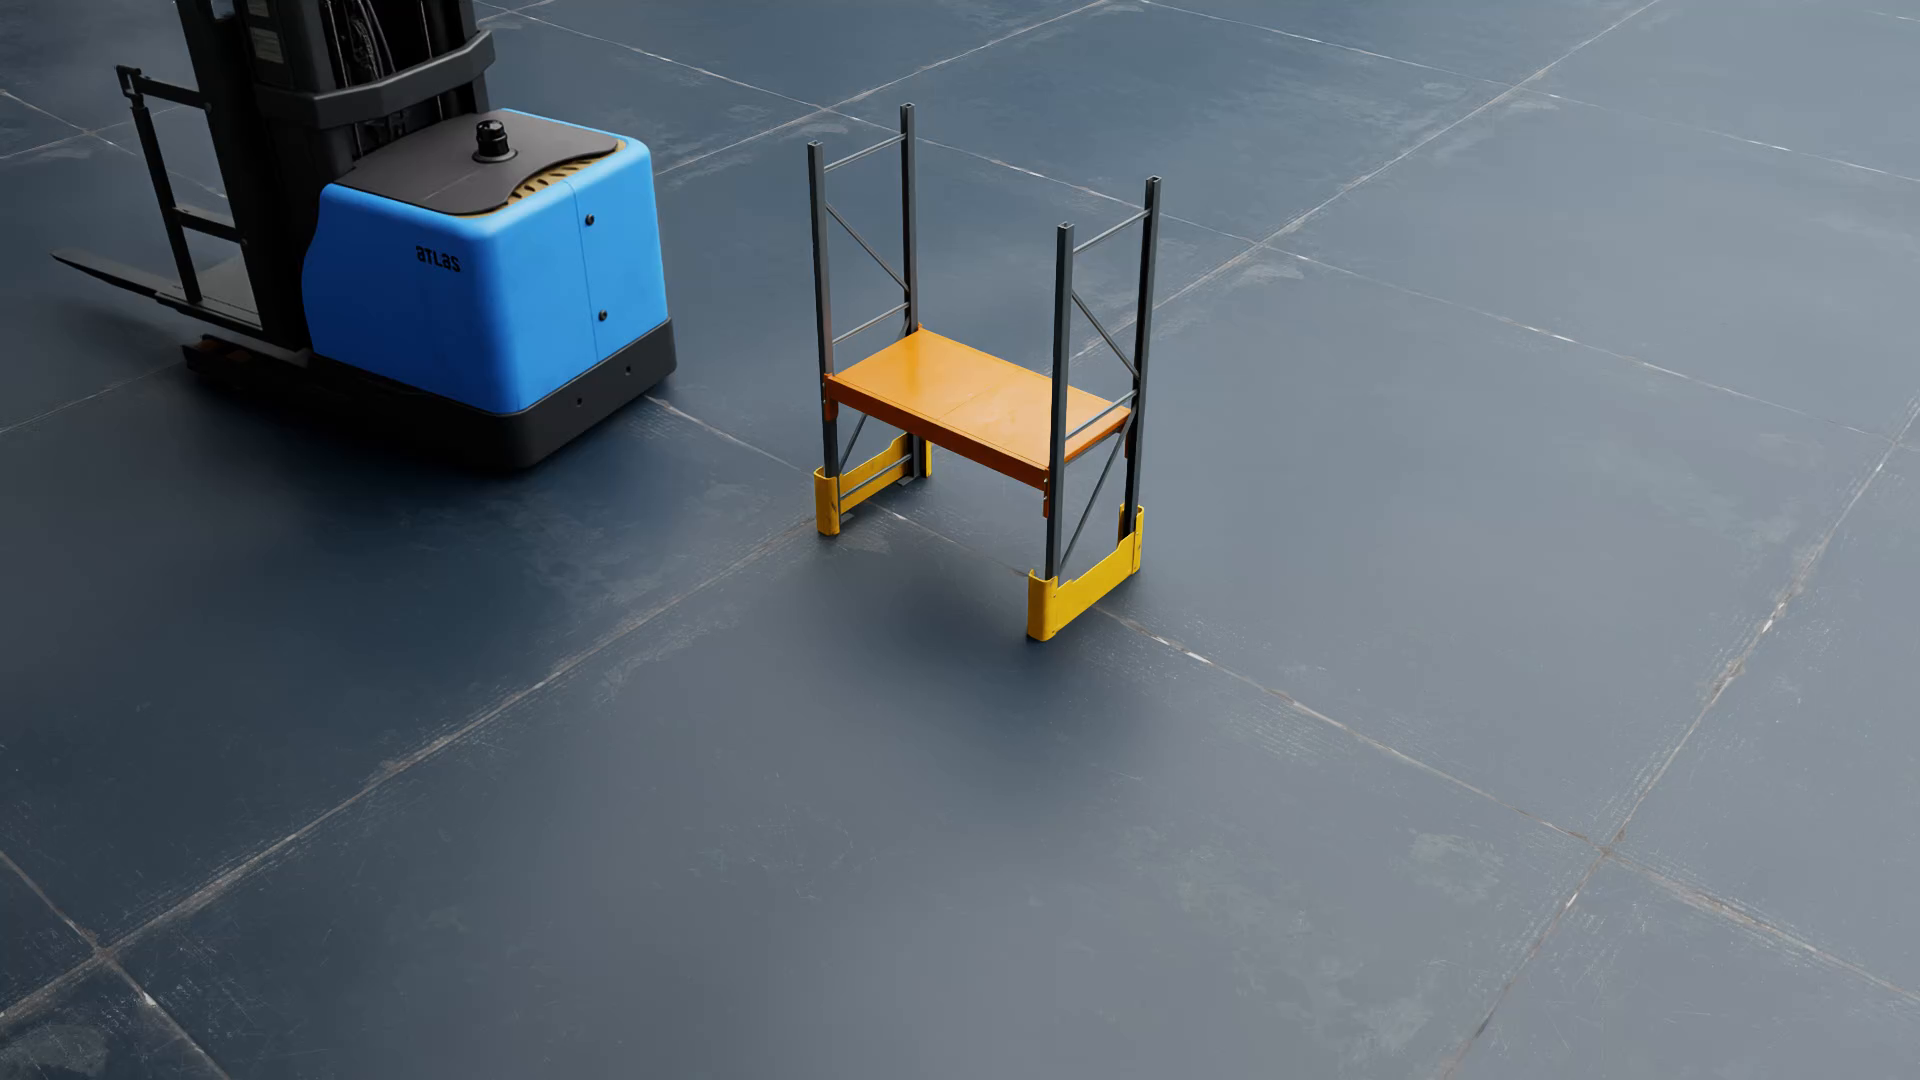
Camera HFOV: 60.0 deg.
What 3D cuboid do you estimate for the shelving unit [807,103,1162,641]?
[{"bbox_3d":[0.059,-0.591,5.711,1.083,1.500,0.587,25,42,32],"label":"shelving unit"}]

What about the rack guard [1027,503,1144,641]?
[{"bbox_3d":[0.441,0.105,5.802,0.087,0.250,0.587,25,42,32],"label":"rack guard"}]

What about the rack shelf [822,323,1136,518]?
[{"bbox_3d":[0.066,-0.439,5.808,1.000,0.185,0.538,25,42,32],"label":"rack shelf"}]

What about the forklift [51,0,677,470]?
[{"bbox_3d":[-2.747,-2.088,6.626,3.031,2.935,1.130,18,38,25],"label":"forklift"}]

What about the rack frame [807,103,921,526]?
[{"bbox_3d":[-0.325,-0.771,5.974,0.032,1.500,0.500,25,42,32],"label":"rack frame"}]

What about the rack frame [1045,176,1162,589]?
[{"bbox_3d":[0.456,-0.403,5.438,0.032,1.500,0.500,25,42,32],"label":"rack frame"}]

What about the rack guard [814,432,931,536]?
[{"bbox_3d":[-0.324,-0.256,6.327,0.087,0.250,0.587,25,42,32],"label":"rack guard"}]
